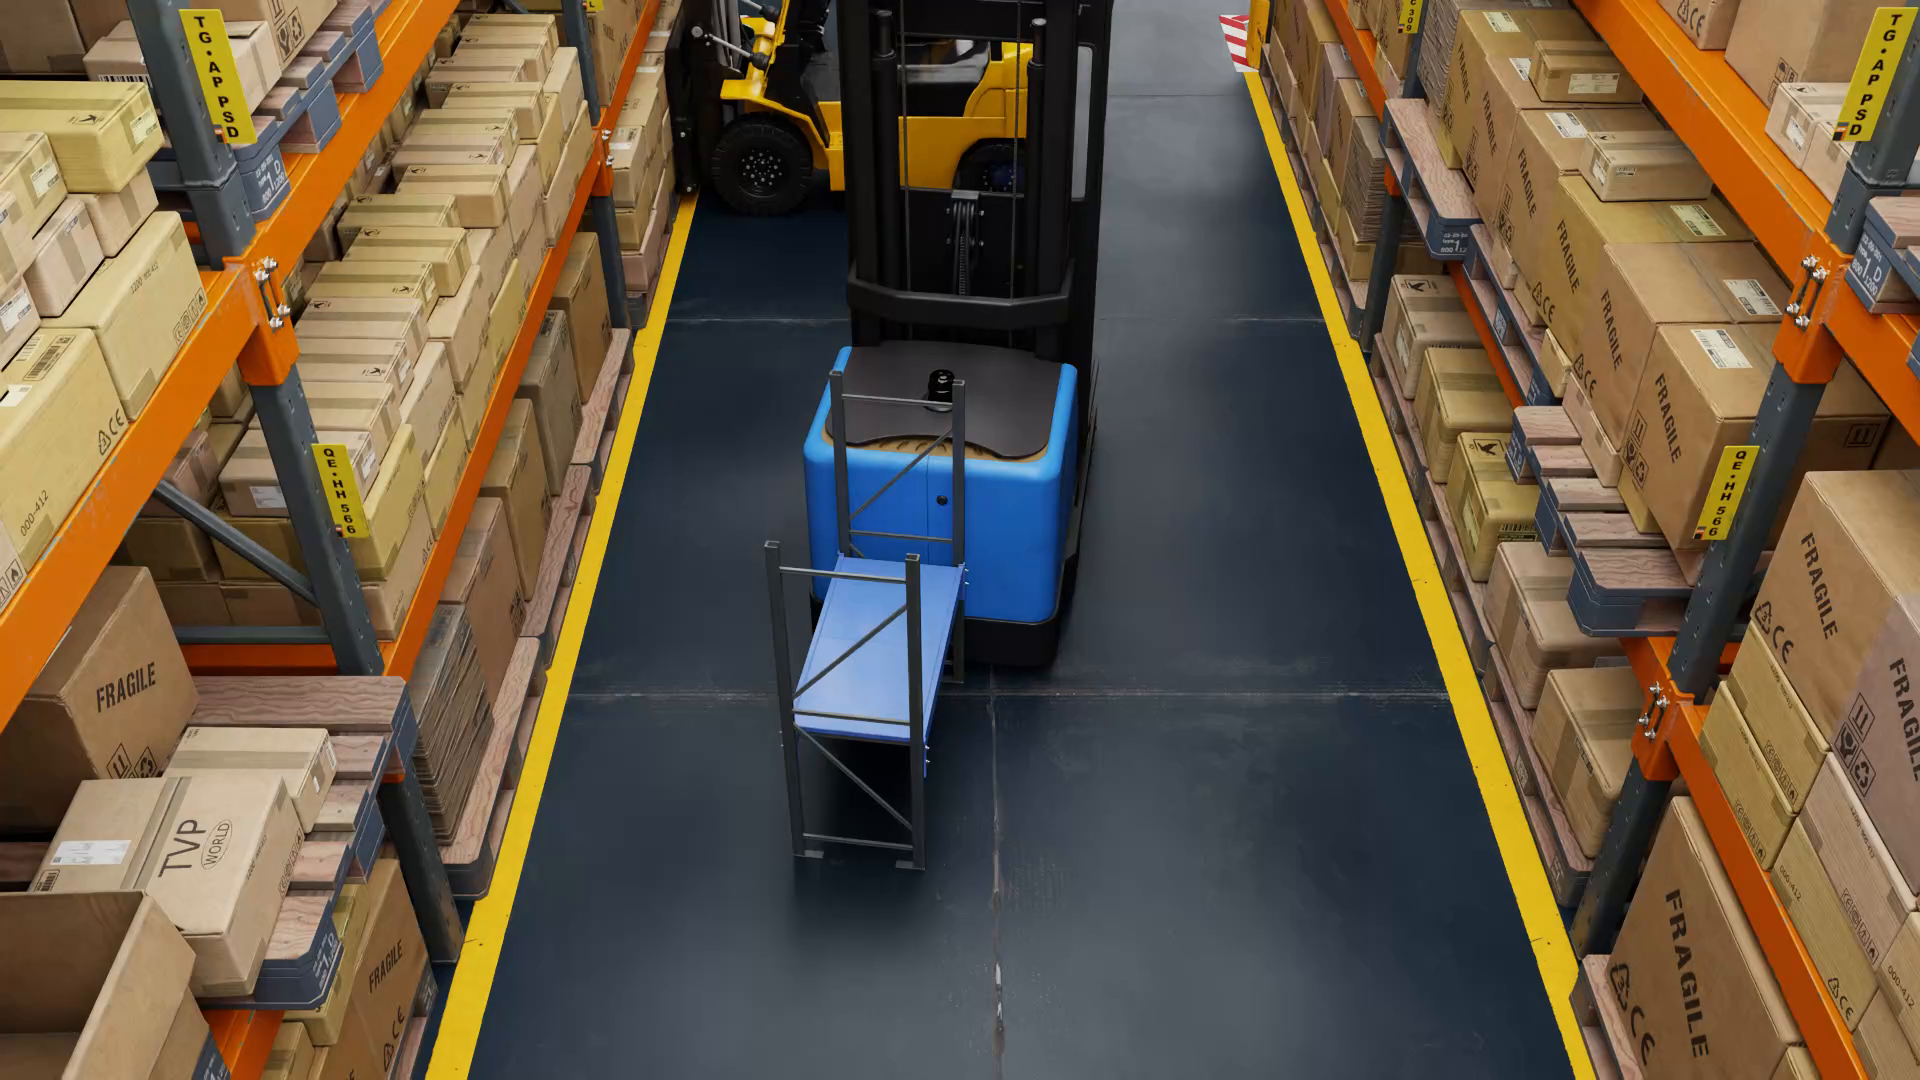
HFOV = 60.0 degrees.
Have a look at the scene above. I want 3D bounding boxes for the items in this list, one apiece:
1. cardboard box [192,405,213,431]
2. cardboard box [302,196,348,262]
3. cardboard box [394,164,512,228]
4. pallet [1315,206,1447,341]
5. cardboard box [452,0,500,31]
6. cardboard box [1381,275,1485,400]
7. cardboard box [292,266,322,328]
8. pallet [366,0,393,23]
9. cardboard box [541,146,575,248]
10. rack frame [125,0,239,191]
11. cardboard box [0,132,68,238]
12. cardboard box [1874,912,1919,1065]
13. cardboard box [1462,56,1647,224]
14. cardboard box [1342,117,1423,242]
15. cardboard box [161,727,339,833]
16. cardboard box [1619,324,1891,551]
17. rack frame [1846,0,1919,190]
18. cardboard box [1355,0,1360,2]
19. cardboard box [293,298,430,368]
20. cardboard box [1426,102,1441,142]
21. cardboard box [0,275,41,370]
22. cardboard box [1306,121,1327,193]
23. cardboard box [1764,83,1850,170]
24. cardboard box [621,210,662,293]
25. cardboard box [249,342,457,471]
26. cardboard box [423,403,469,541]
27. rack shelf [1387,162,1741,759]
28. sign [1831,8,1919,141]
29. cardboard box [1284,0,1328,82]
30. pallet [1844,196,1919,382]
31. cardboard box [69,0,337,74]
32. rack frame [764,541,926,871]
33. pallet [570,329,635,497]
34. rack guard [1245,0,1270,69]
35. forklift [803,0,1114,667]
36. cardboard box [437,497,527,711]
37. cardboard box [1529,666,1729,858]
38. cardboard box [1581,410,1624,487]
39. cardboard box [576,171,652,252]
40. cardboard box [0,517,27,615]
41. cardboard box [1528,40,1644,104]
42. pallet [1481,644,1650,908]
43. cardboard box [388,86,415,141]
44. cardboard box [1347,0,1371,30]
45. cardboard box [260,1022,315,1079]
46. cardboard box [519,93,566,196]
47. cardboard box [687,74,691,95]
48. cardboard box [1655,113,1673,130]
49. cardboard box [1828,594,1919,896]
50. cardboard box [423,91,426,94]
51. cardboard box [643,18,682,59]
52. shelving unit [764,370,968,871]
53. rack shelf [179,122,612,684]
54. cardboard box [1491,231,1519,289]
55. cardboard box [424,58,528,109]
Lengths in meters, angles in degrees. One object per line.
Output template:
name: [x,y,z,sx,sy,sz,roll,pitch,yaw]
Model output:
cardboard box: [-2.592,-0.367,5.211,0.380,0.149,0.250,1,39,1]
cardboard box: [-2.501,-1.164,6.205,0.380,0.149,0.250,1,39,1]
cardboard box: [-1.951,-1.323,6.404,0.380,0.149,0.250,-1,39,-1]
pallet: [2.646,-1.547,9.512,1.003,0.211,1.213,0,39,0]
cardboard box: [-2.553,-2.529,8.428,0.500,0.500,0.500,0,39,0]
cardboard box: [2.685,-1.026,8.397,0.950,0.372,0.625,0,39,1]
cardboard box: [-2.556,-0.758,6.018,0.500,0.250,0.500,0,39,0]
pallet: [-2.372,-1.929,5.510,1.003,0.211,1.213,2,39,2]
cardboard box: [-2.014,-1.522,7.370,0.500,0.250,0.500,0,39,0]
rack frame: [-2.277,-2.049,3.111,1.000,3.000,0.127,0,39,0]
cardboard box: [-2.087,-0.712,3.405,0.380,0.149,0.250,-1,39,-2]
cardboard box: [2.428,1.101,3.697,0.500,0.250,0.500,0,39,0]
cardboard box: [2.384,-1.619,6.718,0.500,0.500,0.500,0,39,0]
cardboard box: [2.413,-1.969,9.071,0.500,0.500,0.500,-1,39,-1]
cardboard box: [-1.893,0.637,4.422,0.380,0.149,0.250,1,39,1]
cardboard box: [2.408,-0.317,5.093,0.500,0.500,0.500,-1,39,-1]
rack frame: [2.686,-2.055,3.118,1.000,3.000,0.127,0,39,0]
cardboard box: [2.420,-3.295,9.145,0.500,0.500,0.500,1,39,1]
cardboard box: [-2.024,-0.691,5.615,0.380,0.149,0.250,0,39,0]
cardboard box: [2.366,-1.935,7.632,0.380,0.149,0.250,0,39,1]
cardboard box: [-2.081,-0.428,3.288,0.380,0.149,0.250,1,39,1]
cardboard box: [2.406,-2.327,10.118,0.500,0.250,0.500,1,39,1]
cardboard box: [2.468,-1.139,4.575,0.380,0.149,0.250,0,39,0]
cardboard box: [-1.951,-1.603,9.215,0.500,0.250,0.500,0,39,0]
cardboard box: [-2.033,-0.435,5.615,0.500,0.250,0.500,1,39,1]
cardboard box: [-2.029,-0.242,5.773,0.500,0.250,0.500,-1,39,-1]
rack shelf: [2.684,-0.684,6.780,1.077,0.370,4.000,0,39,0]
sign: [2.144,-1.087,3.896,0.100,0.325,0.005,0,39,0]
cardboard box: [2.407,-3.254,10.675,0.500,0.500,0.500,-1,39,-2]
pallet: [2.740,-0.408,3.613,1.213,0.211,1.003,2,39,2]
cardboard box: [-2.034,-1.574,4.421,0.500,0.500,0.500,0,39,0]
rack frame: [-0.377,0.619,5.778,0.500,1.500,0.032,5,39,6]
pallet: [-2.242,-0.661,8.406,1.003,0.211,1.213,0,39,0]
rack guard: [2.677,-3.694,11.960,1.175,0.500,0.348,0,39,0]
forklift: [0.090,-1.529,7.315,1.130,2.935,3.031,5,39,6]
cardboard box: [-2.273,0.256,6.595,0.875,0.625,0.625,1,39,1]
cardboard box: [2.696,0.794,6.126,0.950,0.372,0.625,-2,39,-3]
cardboard box: [2.333,-0.310,5.603,0.380,0.149,0.250,0,39,0]
cardboard box: [-1.974,-1.798,9.058,0.500,0.250,0.500,0,39,0]
cardboard box: [-2.032,0.128,2.913,0.500,0.250,0.500,0,39,0]
cardboard box: [2.433,-1.814,6.443,0.380,0.149,0.250,2,39,2]
pallet: [2.687,0.885,6.476,1.003,0.211,1.213,0,39,0]
cardboard box: [-2.528,-1.798,6.996,0.380,0.149,0.250,0,39,0]
cardboard box: [2.372,-2.954,9.238,0.380,0.149,0.250,-1,39,-1]
cardboard box: [-2.036,1.494,4.631,0.380,0.149,0.250,-1,39,-2]
cardboard box: [-2.018,-1.718,7.215,0.500,0.250,0.500,-1,39,-1]
cardboard box: [-1.962,-3.056,10.628,0.500,0.250,0.500,-1,39,-1]
cardboard box: [2.910,-1.285,6.302,0.500,0.500,0.500,-1,39,-2]
cardboard box: [2.453,0.476,3.878,0.500,0.500,0.500,0,39,0]
cardboard box: [-2.538,-2.029,7.603,0.500,0.250,0.500,-1,39,-1]
cardboard box: [-1.964,-2.953,10.099,0.500,0.250,0.500,-1,39,-1]
shelving unit: [-0.304,0.304,6.171,0.538,1.500,1.048,5,39,6]
rack shelf: [-2.280,-0.678,6.773,1.077,0.370,4.000,0,39,0]
cardboard box: [2.340,-1.120,6.614,0.380,0.149,0.250,1,39,2]
cardboard box: [-2.093,-1.974,7.216,0.380,0.149,0.250,0,39,0]
